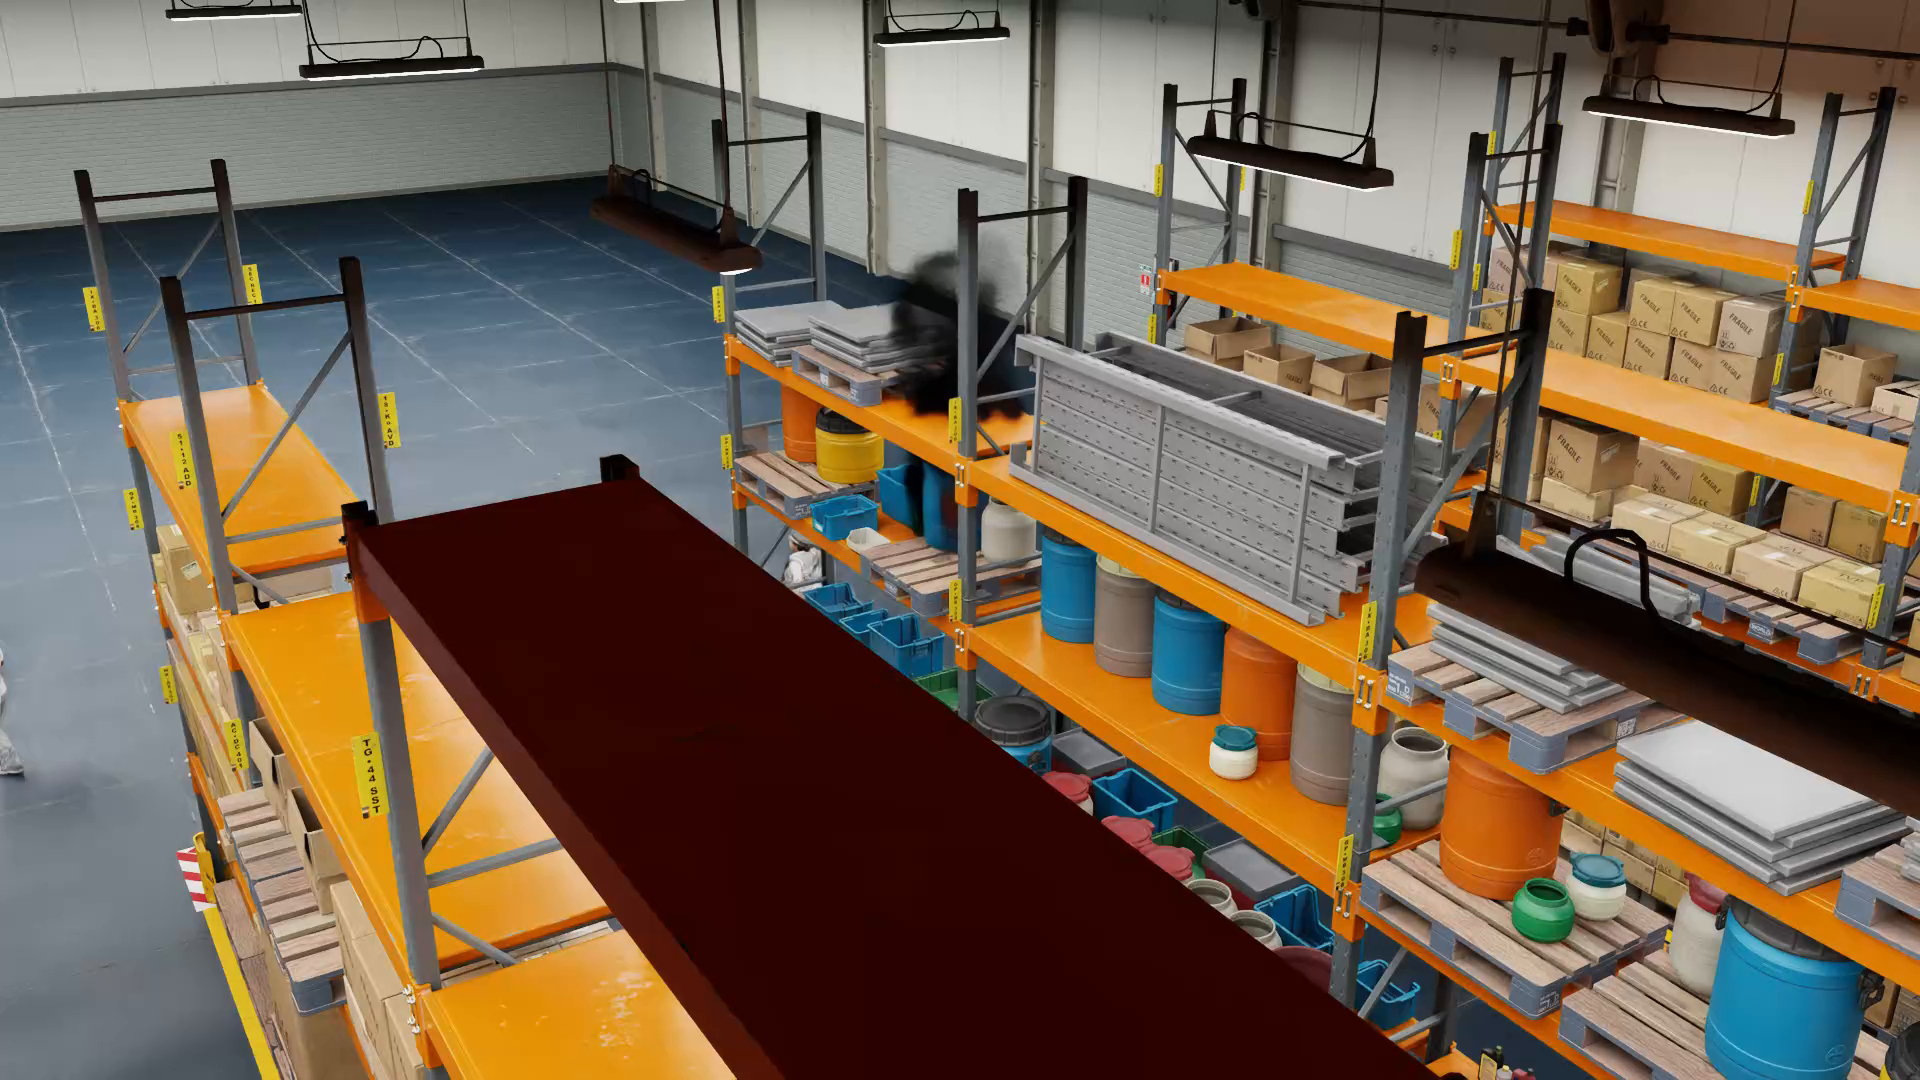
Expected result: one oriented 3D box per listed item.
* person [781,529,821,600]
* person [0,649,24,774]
[{"bbox_3d":[-1.666,0.624,17.596,0.544,1.658,0.643,7,23,17],"label":"person"},{"bbox_3d":[-9.190,1.474,15.547,0.527,1.630,0.617,4,22,9],"label":"person"}]
